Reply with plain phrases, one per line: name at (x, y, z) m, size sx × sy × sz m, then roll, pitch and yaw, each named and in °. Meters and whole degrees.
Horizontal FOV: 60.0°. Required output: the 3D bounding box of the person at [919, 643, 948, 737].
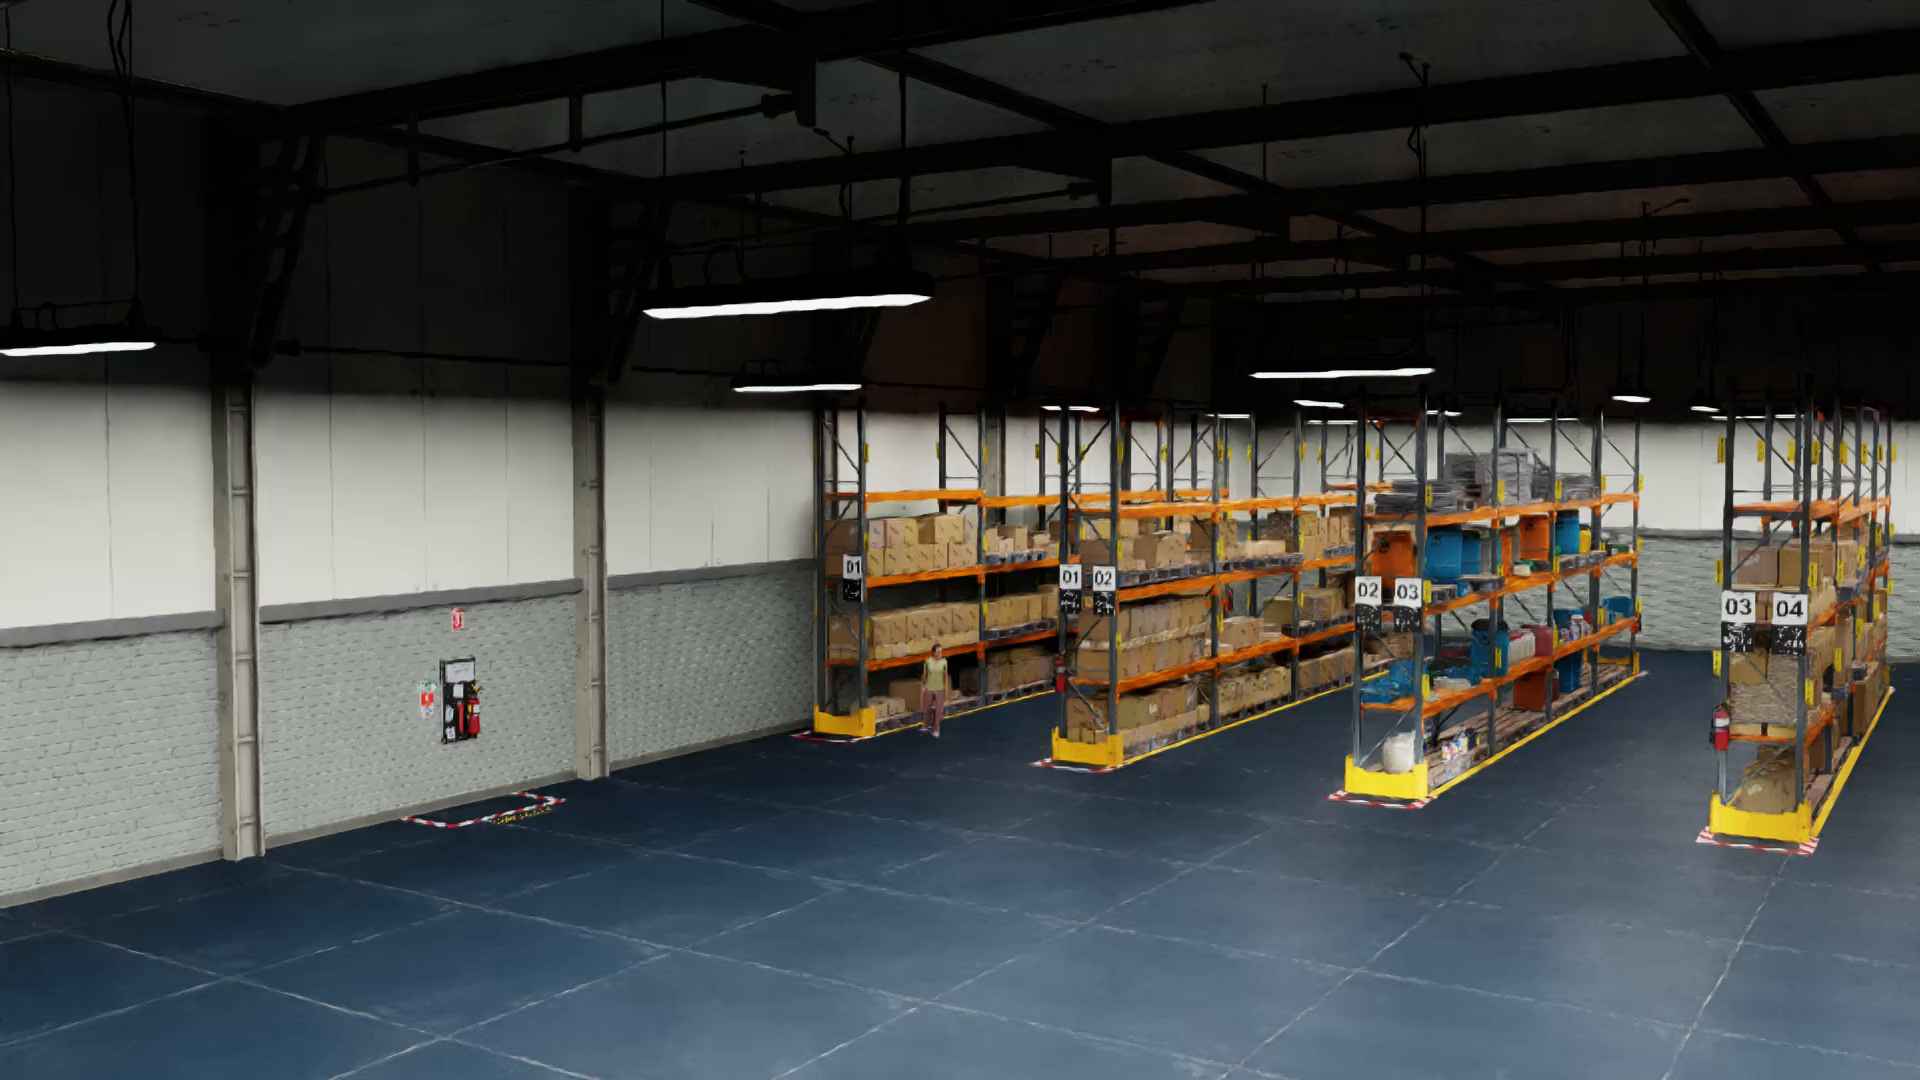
person at (-0.462, 2.633, 29.399) m, size 0.513 × 1.659 × 0.521 m, roll 0°, pitch 3°, yaw -3°

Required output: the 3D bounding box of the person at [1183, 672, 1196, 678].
person at (4.705, 2.295, 34.266) m, size 0.655 × 1.785 × 0.577 m, roll -2°, pitch 3°, yaw -27°
